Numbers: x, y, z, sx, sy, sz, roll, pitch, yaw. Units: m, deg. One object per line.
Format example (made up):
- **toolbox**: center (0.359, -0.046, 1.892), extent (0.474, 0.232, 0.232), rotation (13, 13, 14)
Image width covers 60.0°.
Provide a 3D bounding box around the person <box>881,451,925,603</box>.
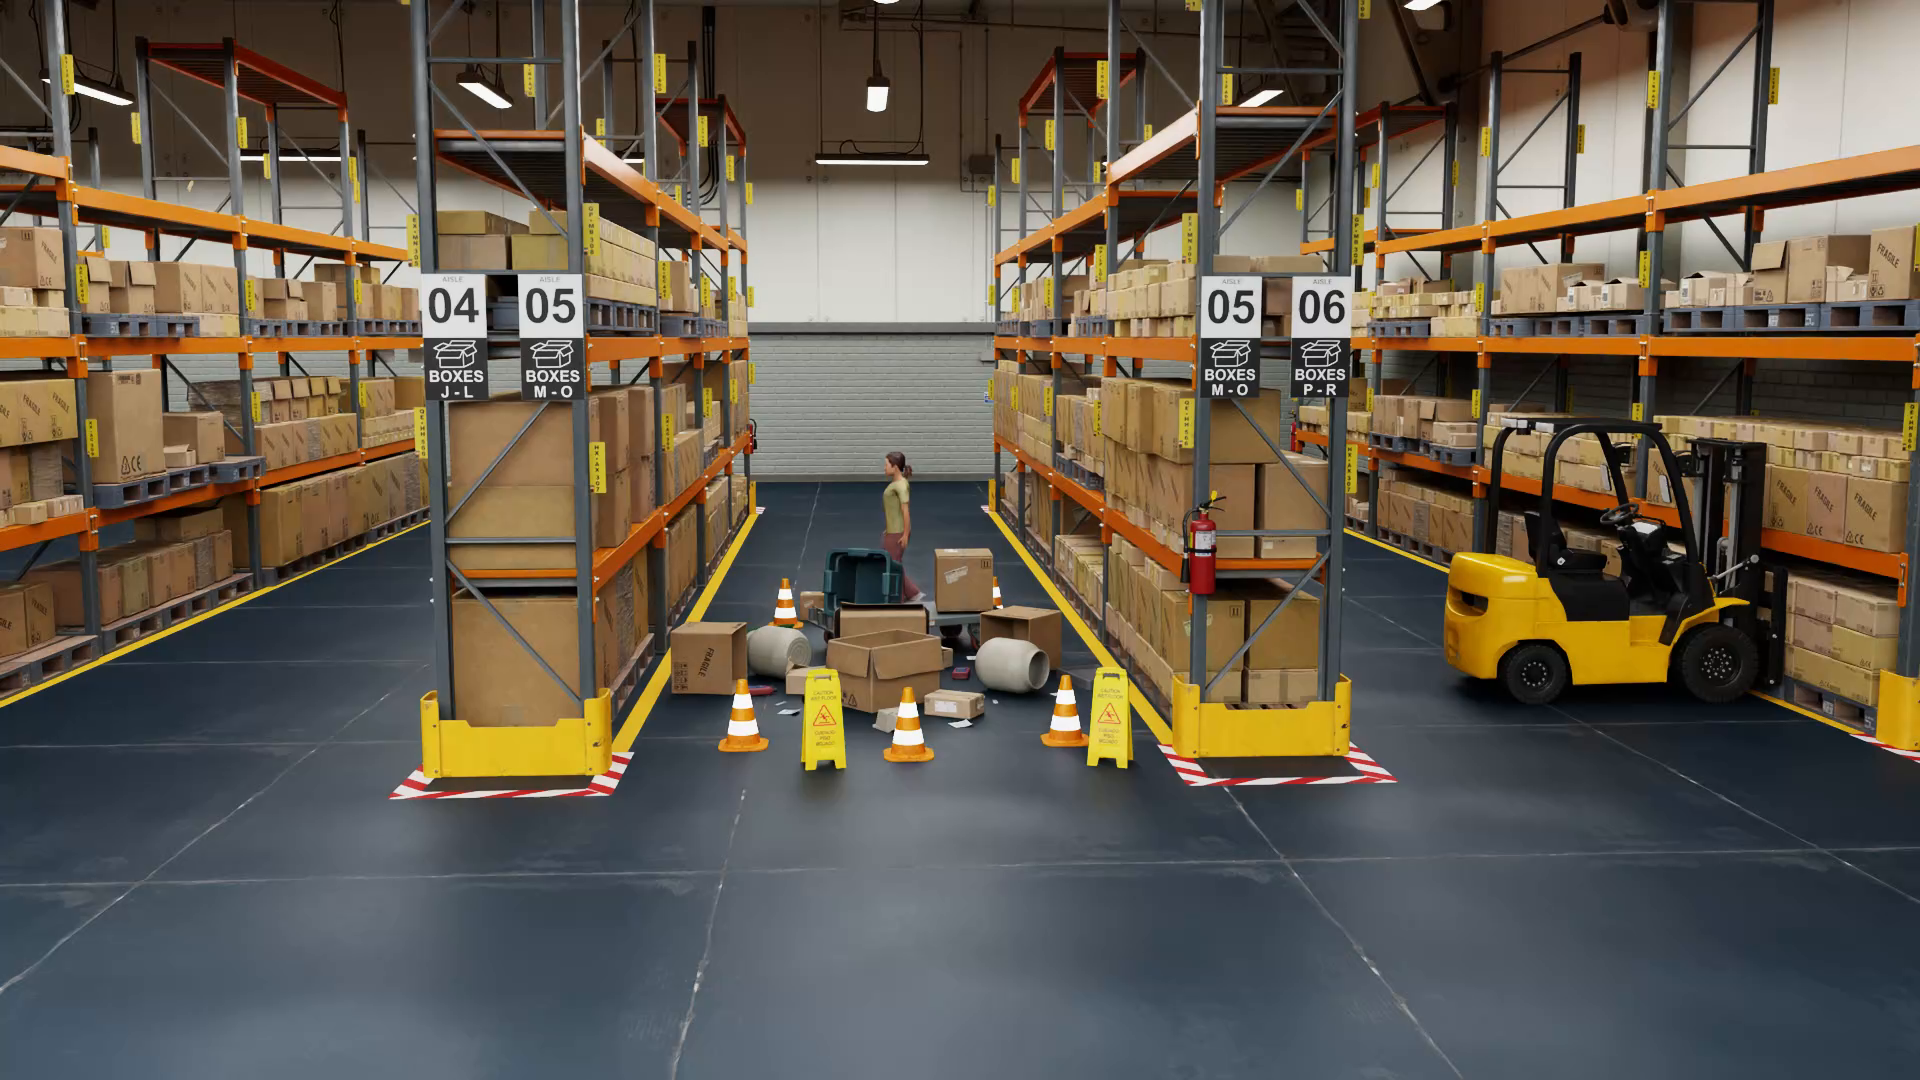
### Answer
- **person**: center (-0.606, -0.060, 16.645), extent (0.517, 1.665, 0.459), rotation (-1, 7, -4)
